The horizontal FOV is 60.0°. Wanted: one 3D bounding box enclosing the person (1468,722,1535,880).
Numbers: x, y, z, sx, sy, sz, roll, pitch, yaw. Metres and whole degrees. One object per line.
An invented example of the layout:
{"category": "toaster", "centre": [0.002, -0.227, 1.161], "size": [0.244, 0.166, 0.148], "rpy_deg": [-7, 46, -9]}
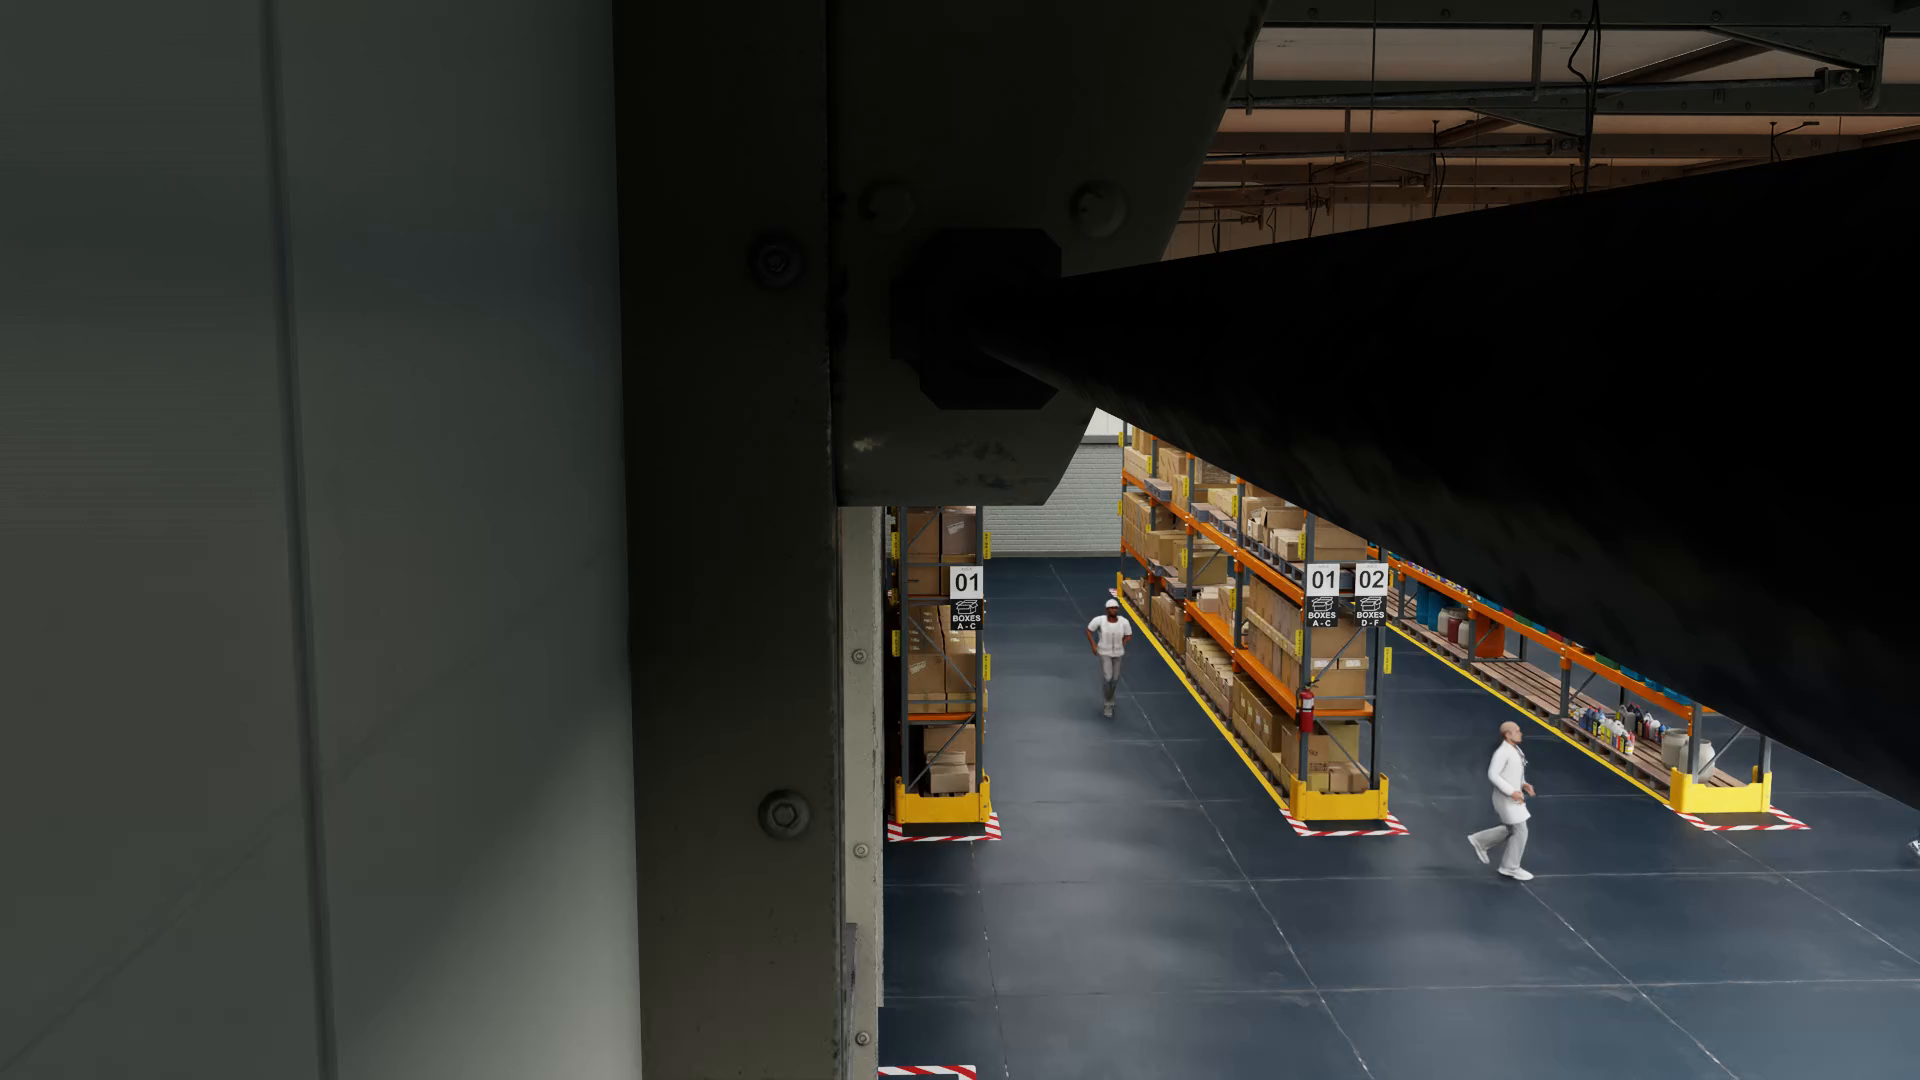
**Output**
{"category": "person", "centre": [6.041, 2.878, 18.518], "size": [0.736, 1.752, 0.735], "rpy_deg": [4, 9, 27]}

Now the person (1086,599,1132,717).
{"category": "person", "centre": [2.360, 1.823, 25.988], "size": [0.682, 1.828, 0.702], "rpy_deg": [-2, 8, -11]}

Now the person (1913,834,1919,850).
{"category": "person", "centre": [11.278, 2.911, 18.737], "size": [0.833, 1.572, 0.565], "rpy_deg": [3, 8, 18]}
